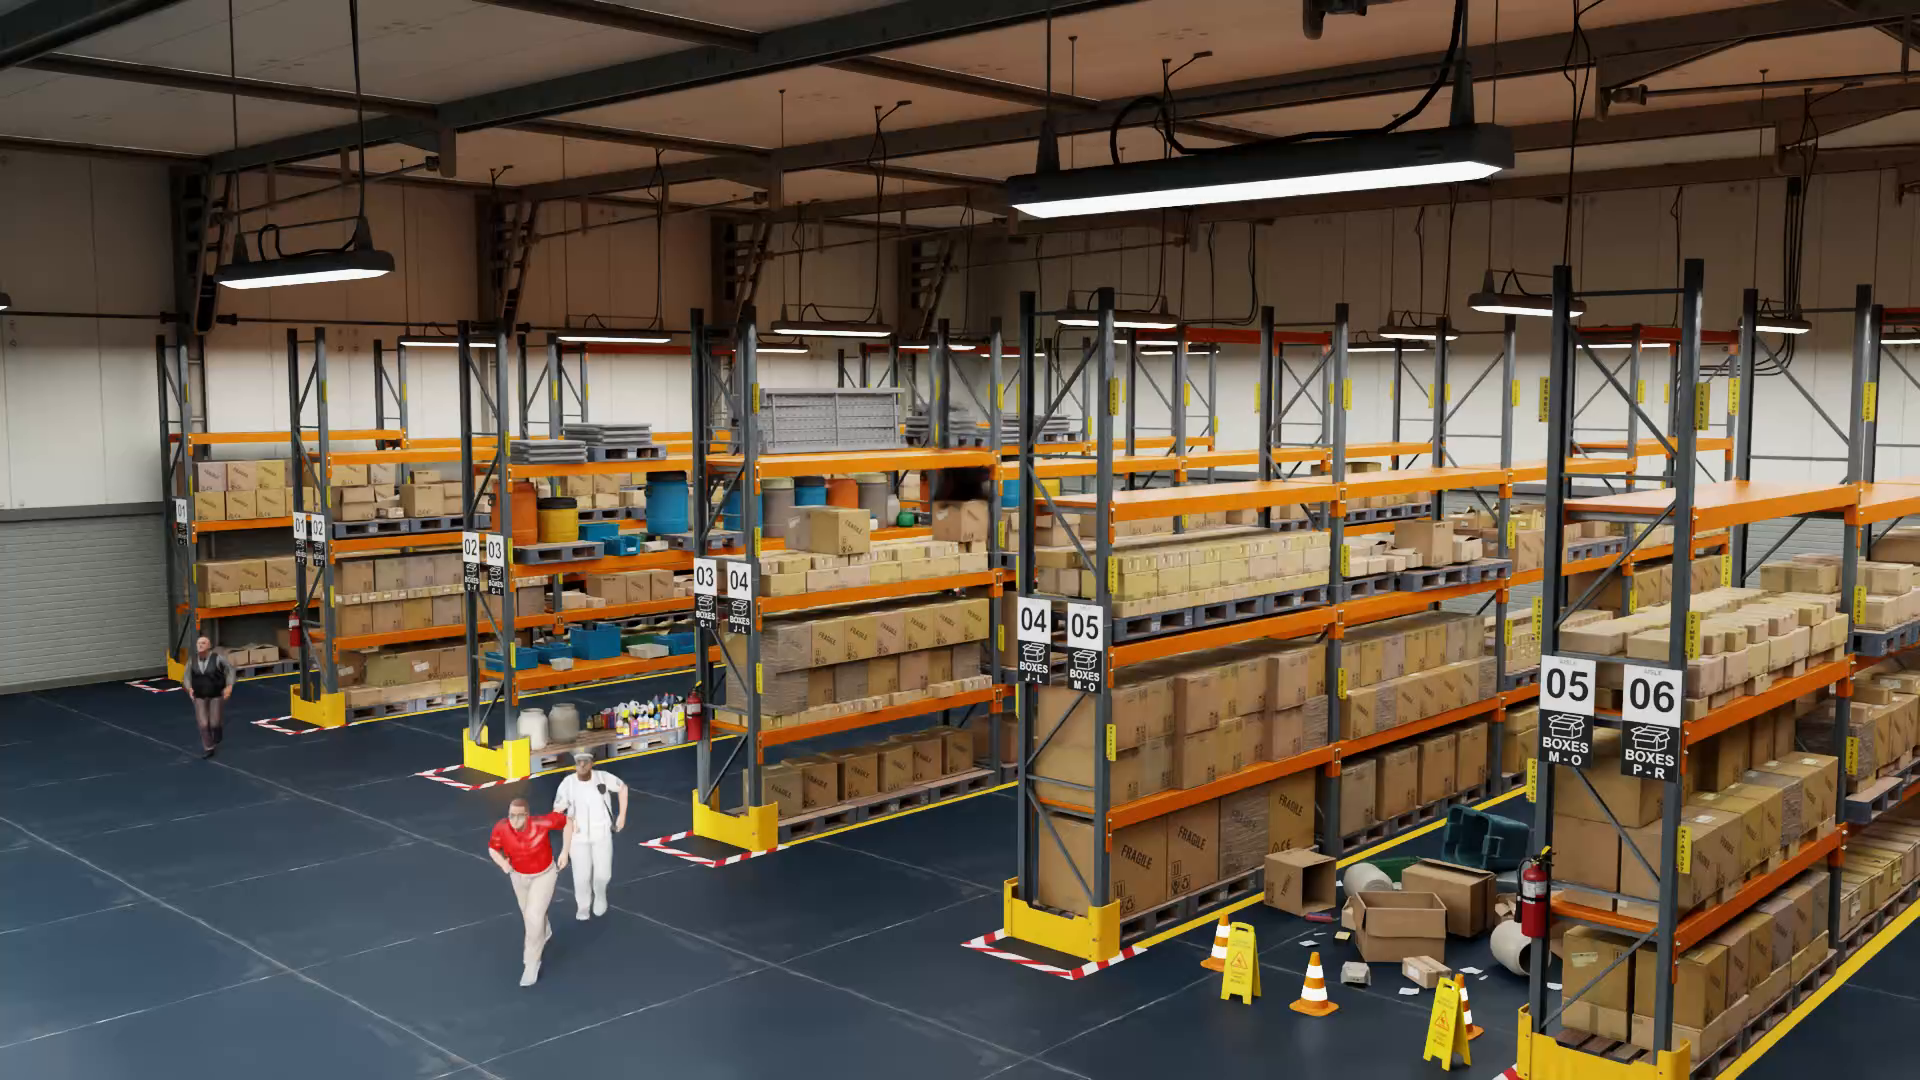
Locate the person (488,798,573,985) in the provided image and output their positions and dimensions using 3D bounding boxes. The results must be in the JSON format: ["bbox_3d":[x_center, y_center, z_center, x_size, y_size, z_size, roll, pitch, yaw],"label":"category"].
[{"bbox_3d":[-3.737,3.018,14.633,0.707,1.695,1.017,0,5,2],"label":"person"}]

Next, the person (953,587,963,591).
[{"bbox_3d":[0.003,1.356,31.695,0.561,1.667,0.573,4,7,39],"label":"person"}]

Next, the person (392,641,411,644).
[{"bbox_3d":[-9.627,1.687,28.531,0.591,1.597,0.577,5,7,43],"label":"person"}]

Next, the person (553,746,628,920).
[{"bbox_3d":[-3.514,2.806,15.834,0.683,1.740,0.778,-1,5,-10],"label":"person"}]

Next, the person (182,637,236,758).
[{"bbox_3d":[-10.395,2.172,23.028,0.677,1.688,0.646,-1,5,-11],"label":"person"}]
